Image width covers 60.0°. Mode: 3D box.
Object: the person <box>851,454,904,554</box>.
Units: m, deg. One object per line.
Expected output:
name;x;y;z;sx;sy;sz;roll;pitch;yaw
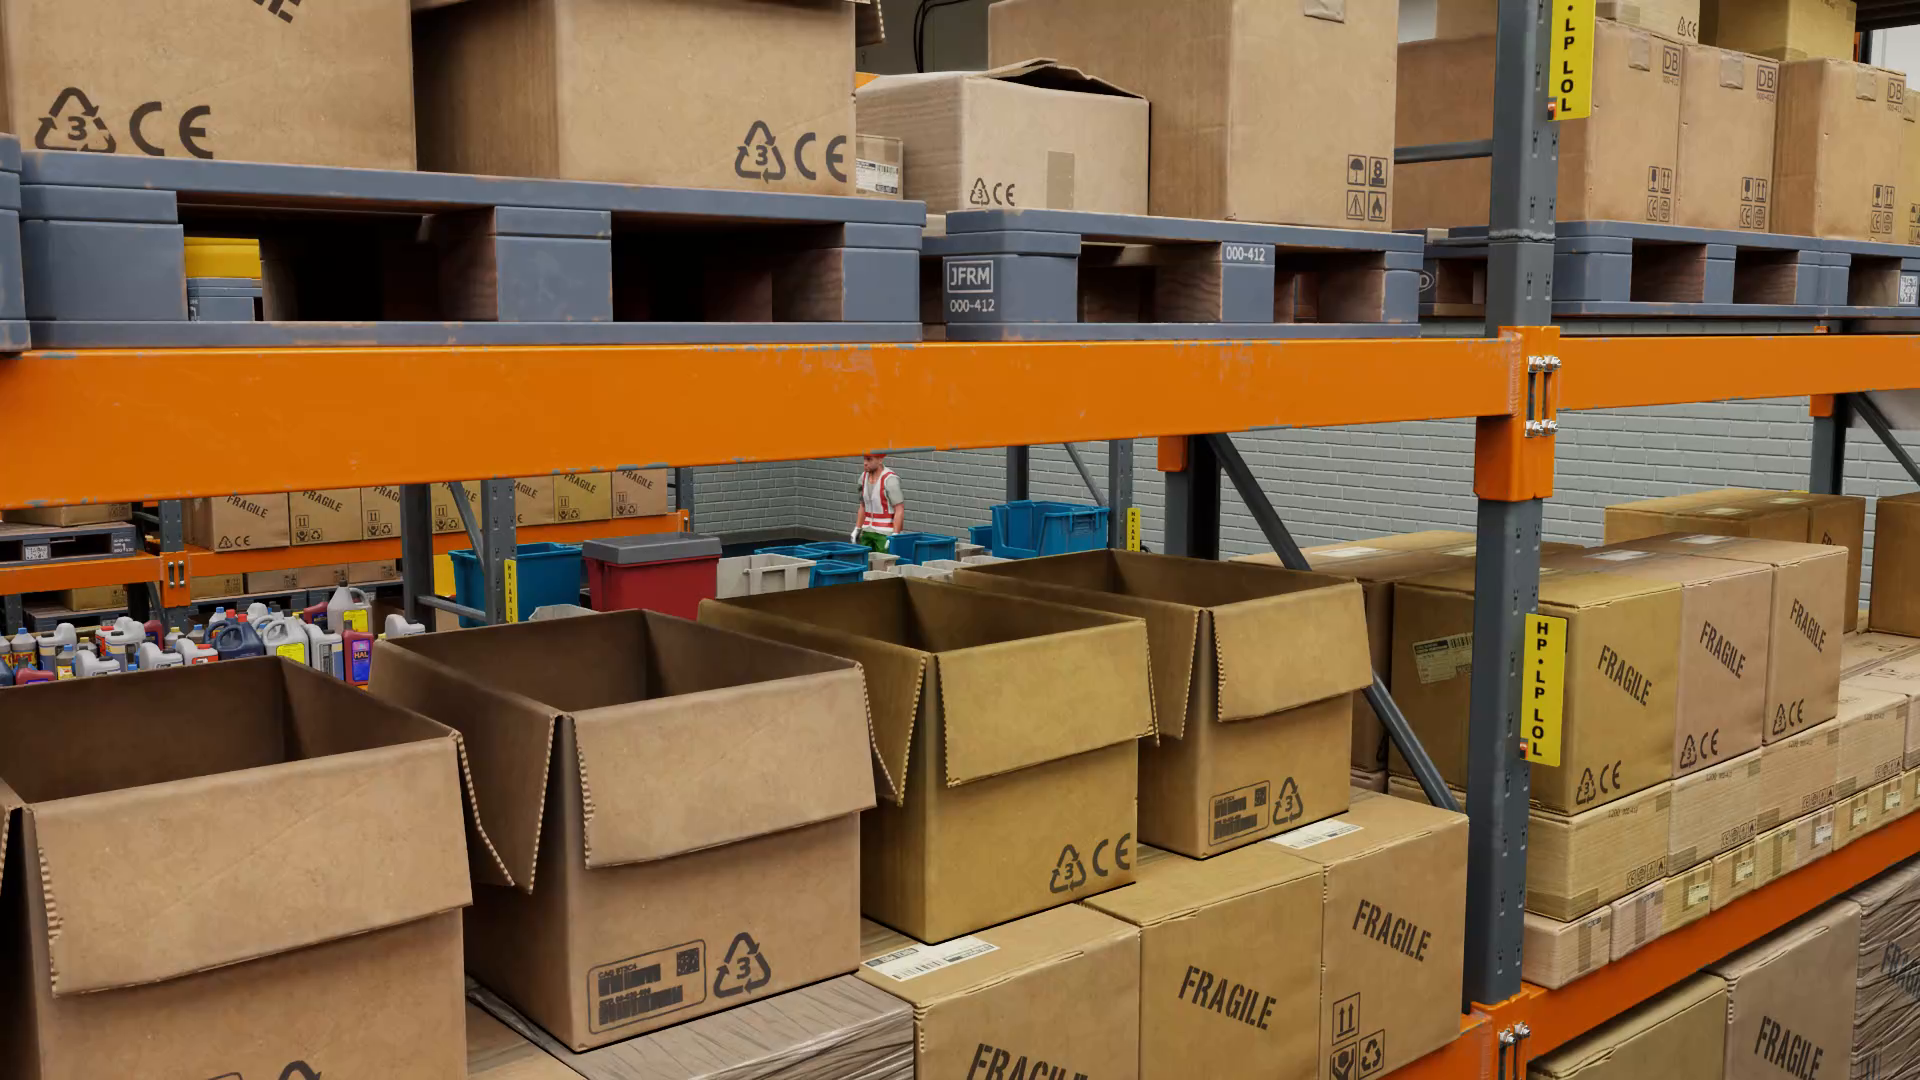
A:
person;-0.769;-0.034;15.475;0.447;1.780;0.623;-7;10;-43
